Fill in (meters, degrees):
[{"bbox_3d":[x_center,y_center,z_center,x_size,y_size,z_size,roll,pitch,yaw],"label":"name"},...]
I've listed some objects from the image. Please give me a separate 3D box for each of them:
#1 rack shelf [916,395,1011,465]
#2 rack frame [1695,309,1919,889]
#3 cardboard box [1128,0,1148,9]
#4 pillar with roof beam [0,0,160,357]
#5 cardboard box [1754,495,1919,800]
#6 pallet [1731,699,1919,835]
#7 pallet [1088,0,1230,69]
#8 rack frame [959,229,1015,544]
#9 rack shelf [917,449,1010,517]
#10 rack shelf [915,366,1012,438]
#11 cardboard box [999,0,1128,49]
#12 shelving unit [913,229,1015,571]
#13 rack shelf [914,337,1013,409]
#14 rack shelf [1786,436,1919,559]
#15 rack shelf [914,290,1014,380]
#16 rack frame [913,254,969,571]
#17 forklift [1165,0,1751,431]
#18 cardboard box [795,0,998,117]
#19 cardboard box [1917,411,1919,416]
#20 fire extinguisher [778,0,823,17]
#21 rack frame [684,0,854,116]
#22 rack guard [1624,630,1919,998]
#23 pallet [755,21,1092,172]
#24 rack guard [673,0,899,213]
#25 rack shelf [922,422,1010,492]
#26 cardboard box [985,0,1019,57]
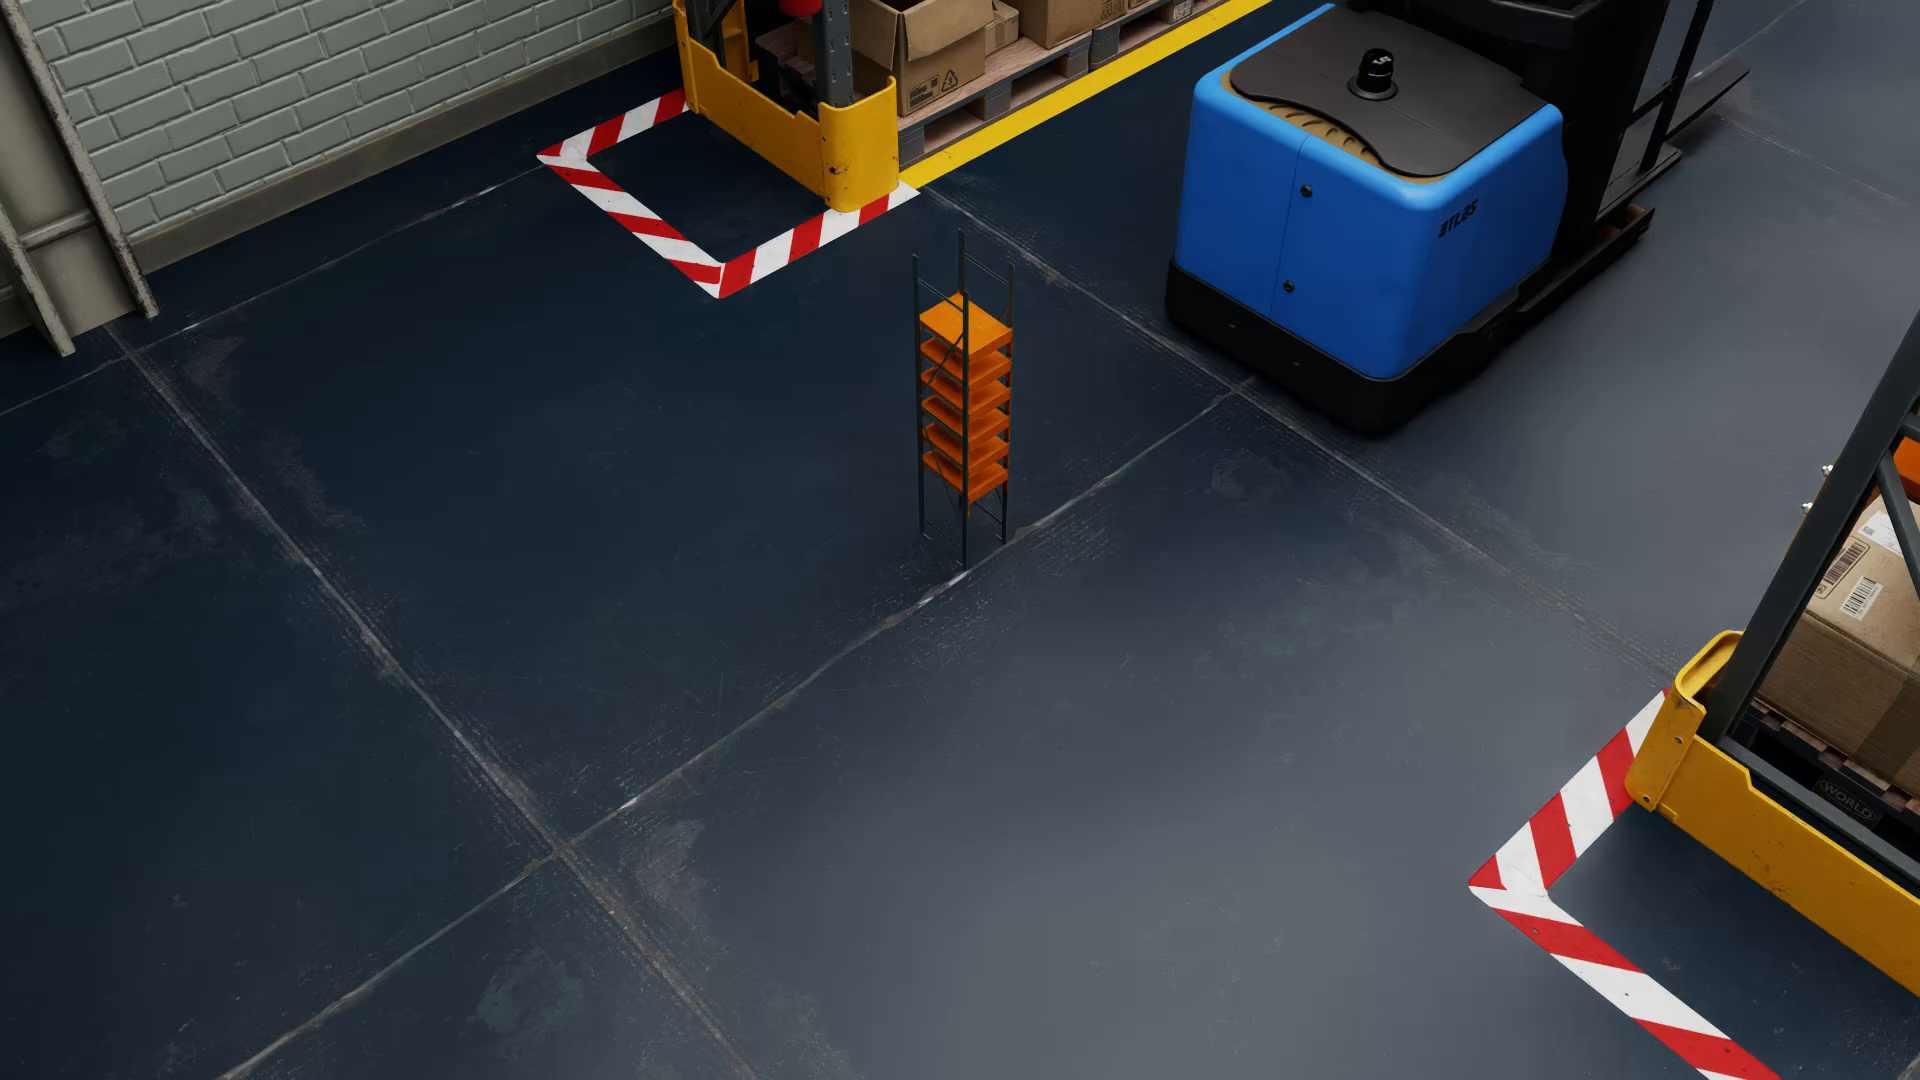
[{"bbox_3d":[0.011,-0.384,5.348,0.180,0.103,0.258,-34,56,-27],"label":"rack shelf"},{"bbox_3d":[2.531,-0.046,3.752,0.127,3.000,1.000,-34,56,-27],"label":"rack frame"},{"bbox_3d":[0.822,-2.898,7.798,0.500,0.500,0.500,-33,55,-27],"label":"cardboard box"},{"bbox_3d":[-0.516,-1.594,1.098,0.400,9.000,9.100,-34,56,-27],"label":"pillar with roof beam"},{"bbox_3d":[2.952,0.299,4.891,0.875,0.438,0.875,-36,57,-28],"label":"cardboard box"},{"bbox_3d":[3.070,0.461,5.181,1.213,0.211,1.003,-34,56,-27],"label":"pallet"},{"bbox_3d":[0.737,-2.830,8.218,1.213,0.211,1.003,-34,56,-27],"label":"pallet"},{"bbox_3d":[0.078,-0.459,5.357,0.006,1.200,0.240,-34,56,-27],"label":"rack frame"},{"bbox_3d":[0.011,-0.221,5.525,0.180,0.103,0.258,-34,56,-27],"label":"rack shelf"},{"bbox_3d":[0.011,-0.465,5.260,0.180,0.103,0.258,-34,56,-27],"label":"rack shelf"},{"bbox_3d":[0.364,-2.691,7.607,0.500,0.500,0.700,-32,55,-26],"label":"cardboard box"},{"bbox_3d":[0.011,-0.414,5.316,0.189,1.200,0.258,-34,56,-27],"label":"shelving unit"},{"bbox_3d":[0.011,-0.547,5.172,0.180,0.103,0.258,-34,56,-27],"label":"rack shelf"},{"bbox_3d":[4.011,-0.791,4.929,4.000,0.370,1.077,-34,56,-27],"label":"rack shelf"},{"bbox_3d":[0.011,-0.628,5.084,0.180,0.103,0.258,-34,56,-27],"label":"rack shelf"},{"bbox_3d":[-0.057,-0.369,5.274,0.006,1.200,0.240,-34,56,-27],"label":"rack frame"},{"bbox_3d":[2.205,-2.359,5.933,3.031,2.935,1.130,-36,57,-28],"label":"forklift"},{"bbox_3d":[-0.295,-2.290,7.235,0.637,0.503,0.797,-36,57,-28],"label":"cardboard box"},{"bbox_3d":[2.710,-0.463,4.068,0.500,0.500,0.500,-33,56,-27],"label":"cardboard box"},{"bbox_3d":[-0.609,-2.267,6.107,0.183,0.674,0.296,-34,56,-27],"label":"fire extinguisher"},{"bbox_3d":[-0.811,-2.744,6.241,0.127,3.000,1.000,-34,56,-27],"label":"rack frame"},{"bbox_3d":[2.513,0.813,4.660,0.348,0.500,1.175,-34,56,-27],"label":"rack guard"},{"bbox_3d":[-0.166,-2.230,7.664,1.213,0.211,1.003,-34,56,-27],"label":"pallet"},{"bbox_3d":[-0.755,-1.934,7.194,0.348,0.500,1.175,-34,56,-27],"label":"rack guard"},{"bbox_3d":[0.011,-0.303,5.436,0.180,0.103,0.258,-34,56,-27],"label":"rack shelf"},{"bbox_3d":[0.046,-2.359,7.540,0.250,0.149,0.380,-36,57,-28],"label":"cardboard box"}]
